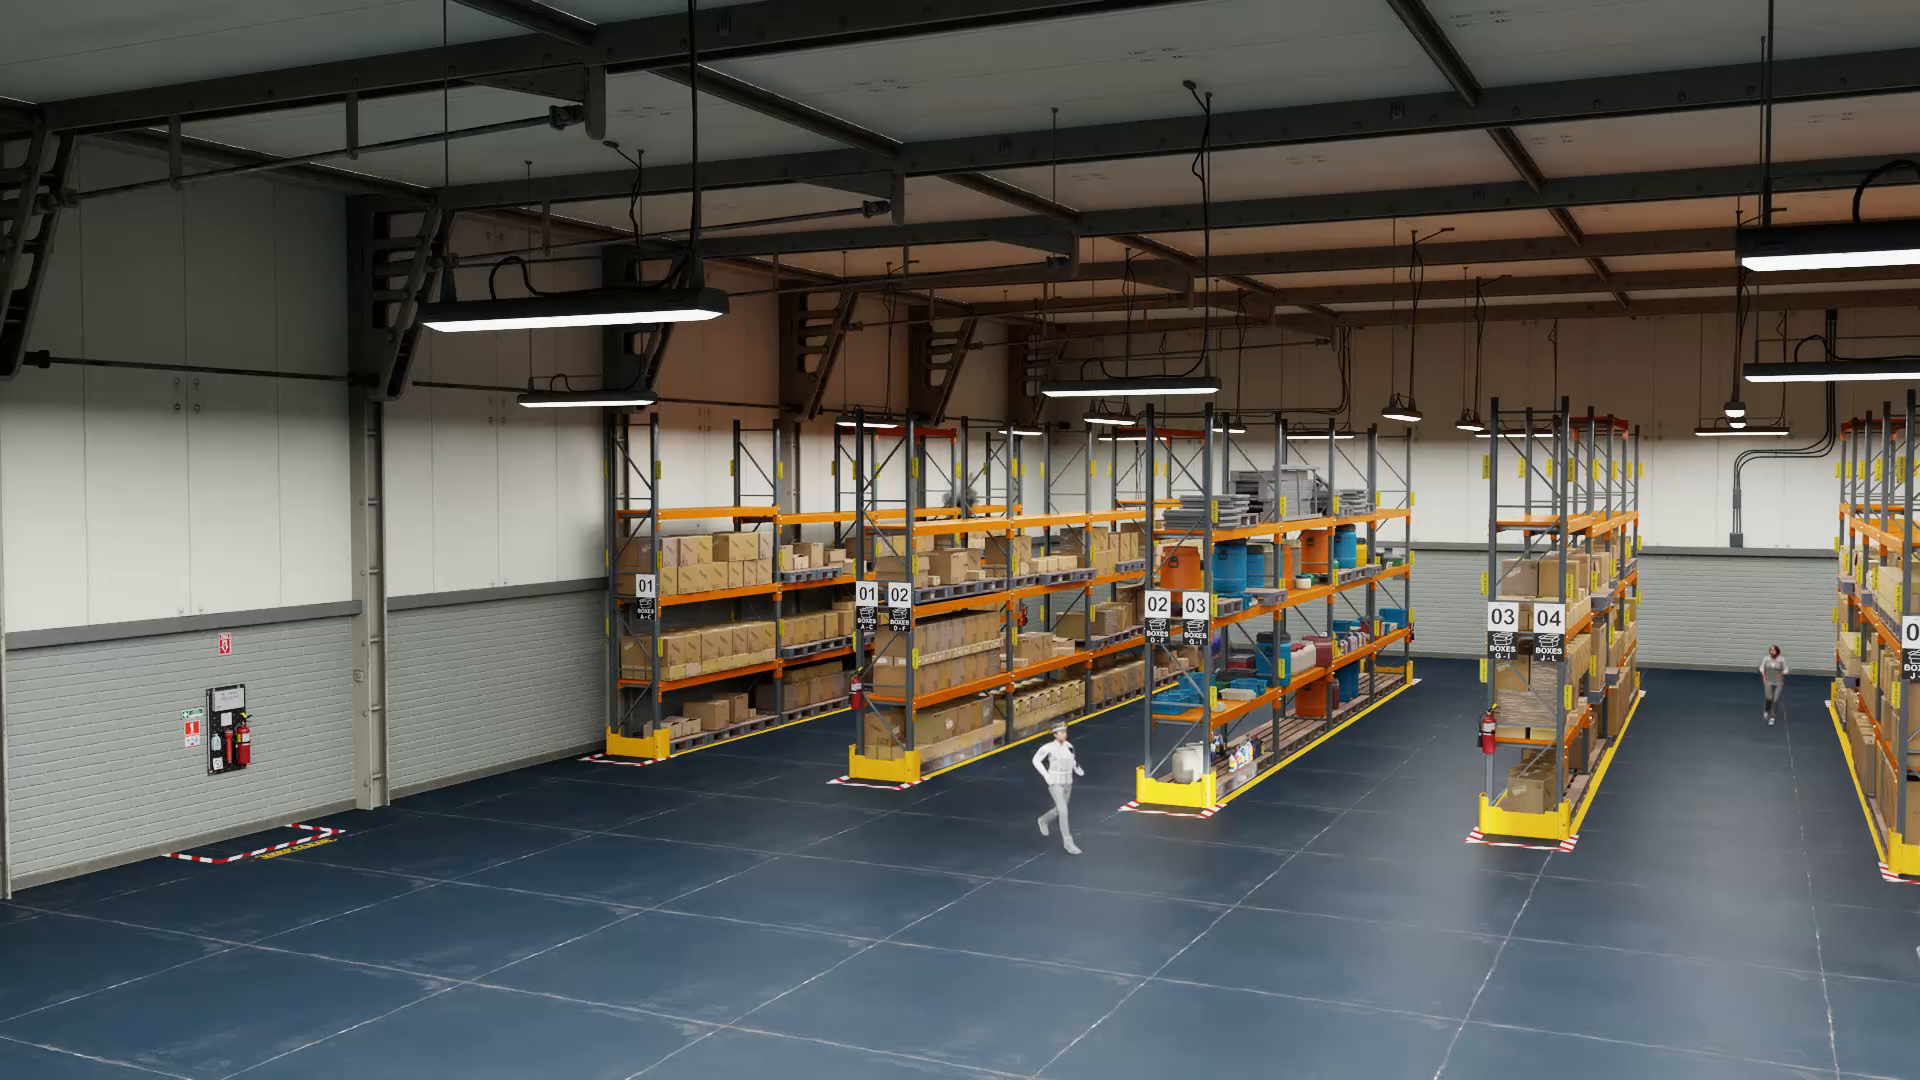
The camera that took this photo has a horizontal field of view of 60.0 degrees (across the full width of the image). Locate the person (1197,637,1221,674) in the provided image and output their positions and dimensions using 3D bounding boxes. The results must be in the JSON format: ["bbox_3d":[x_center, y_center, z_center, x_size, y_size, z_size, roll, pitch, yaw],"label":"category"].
[{"bbox_3d":[5.426,2.686,36.141,0.576,1.631,0.609,1,3,23],"label":"person"}]

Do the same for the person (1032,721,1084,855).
[{"bbox_3d":[1.296,3.236,21.982,0.618,1.703,0.904,-2,3,-38],"label":"person"}]

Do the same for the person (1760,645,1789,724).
[{"bbox_3d":[15.986,2.842,32.665,0.519,1.567,0.563,1,3,29],"label":"person"}]
